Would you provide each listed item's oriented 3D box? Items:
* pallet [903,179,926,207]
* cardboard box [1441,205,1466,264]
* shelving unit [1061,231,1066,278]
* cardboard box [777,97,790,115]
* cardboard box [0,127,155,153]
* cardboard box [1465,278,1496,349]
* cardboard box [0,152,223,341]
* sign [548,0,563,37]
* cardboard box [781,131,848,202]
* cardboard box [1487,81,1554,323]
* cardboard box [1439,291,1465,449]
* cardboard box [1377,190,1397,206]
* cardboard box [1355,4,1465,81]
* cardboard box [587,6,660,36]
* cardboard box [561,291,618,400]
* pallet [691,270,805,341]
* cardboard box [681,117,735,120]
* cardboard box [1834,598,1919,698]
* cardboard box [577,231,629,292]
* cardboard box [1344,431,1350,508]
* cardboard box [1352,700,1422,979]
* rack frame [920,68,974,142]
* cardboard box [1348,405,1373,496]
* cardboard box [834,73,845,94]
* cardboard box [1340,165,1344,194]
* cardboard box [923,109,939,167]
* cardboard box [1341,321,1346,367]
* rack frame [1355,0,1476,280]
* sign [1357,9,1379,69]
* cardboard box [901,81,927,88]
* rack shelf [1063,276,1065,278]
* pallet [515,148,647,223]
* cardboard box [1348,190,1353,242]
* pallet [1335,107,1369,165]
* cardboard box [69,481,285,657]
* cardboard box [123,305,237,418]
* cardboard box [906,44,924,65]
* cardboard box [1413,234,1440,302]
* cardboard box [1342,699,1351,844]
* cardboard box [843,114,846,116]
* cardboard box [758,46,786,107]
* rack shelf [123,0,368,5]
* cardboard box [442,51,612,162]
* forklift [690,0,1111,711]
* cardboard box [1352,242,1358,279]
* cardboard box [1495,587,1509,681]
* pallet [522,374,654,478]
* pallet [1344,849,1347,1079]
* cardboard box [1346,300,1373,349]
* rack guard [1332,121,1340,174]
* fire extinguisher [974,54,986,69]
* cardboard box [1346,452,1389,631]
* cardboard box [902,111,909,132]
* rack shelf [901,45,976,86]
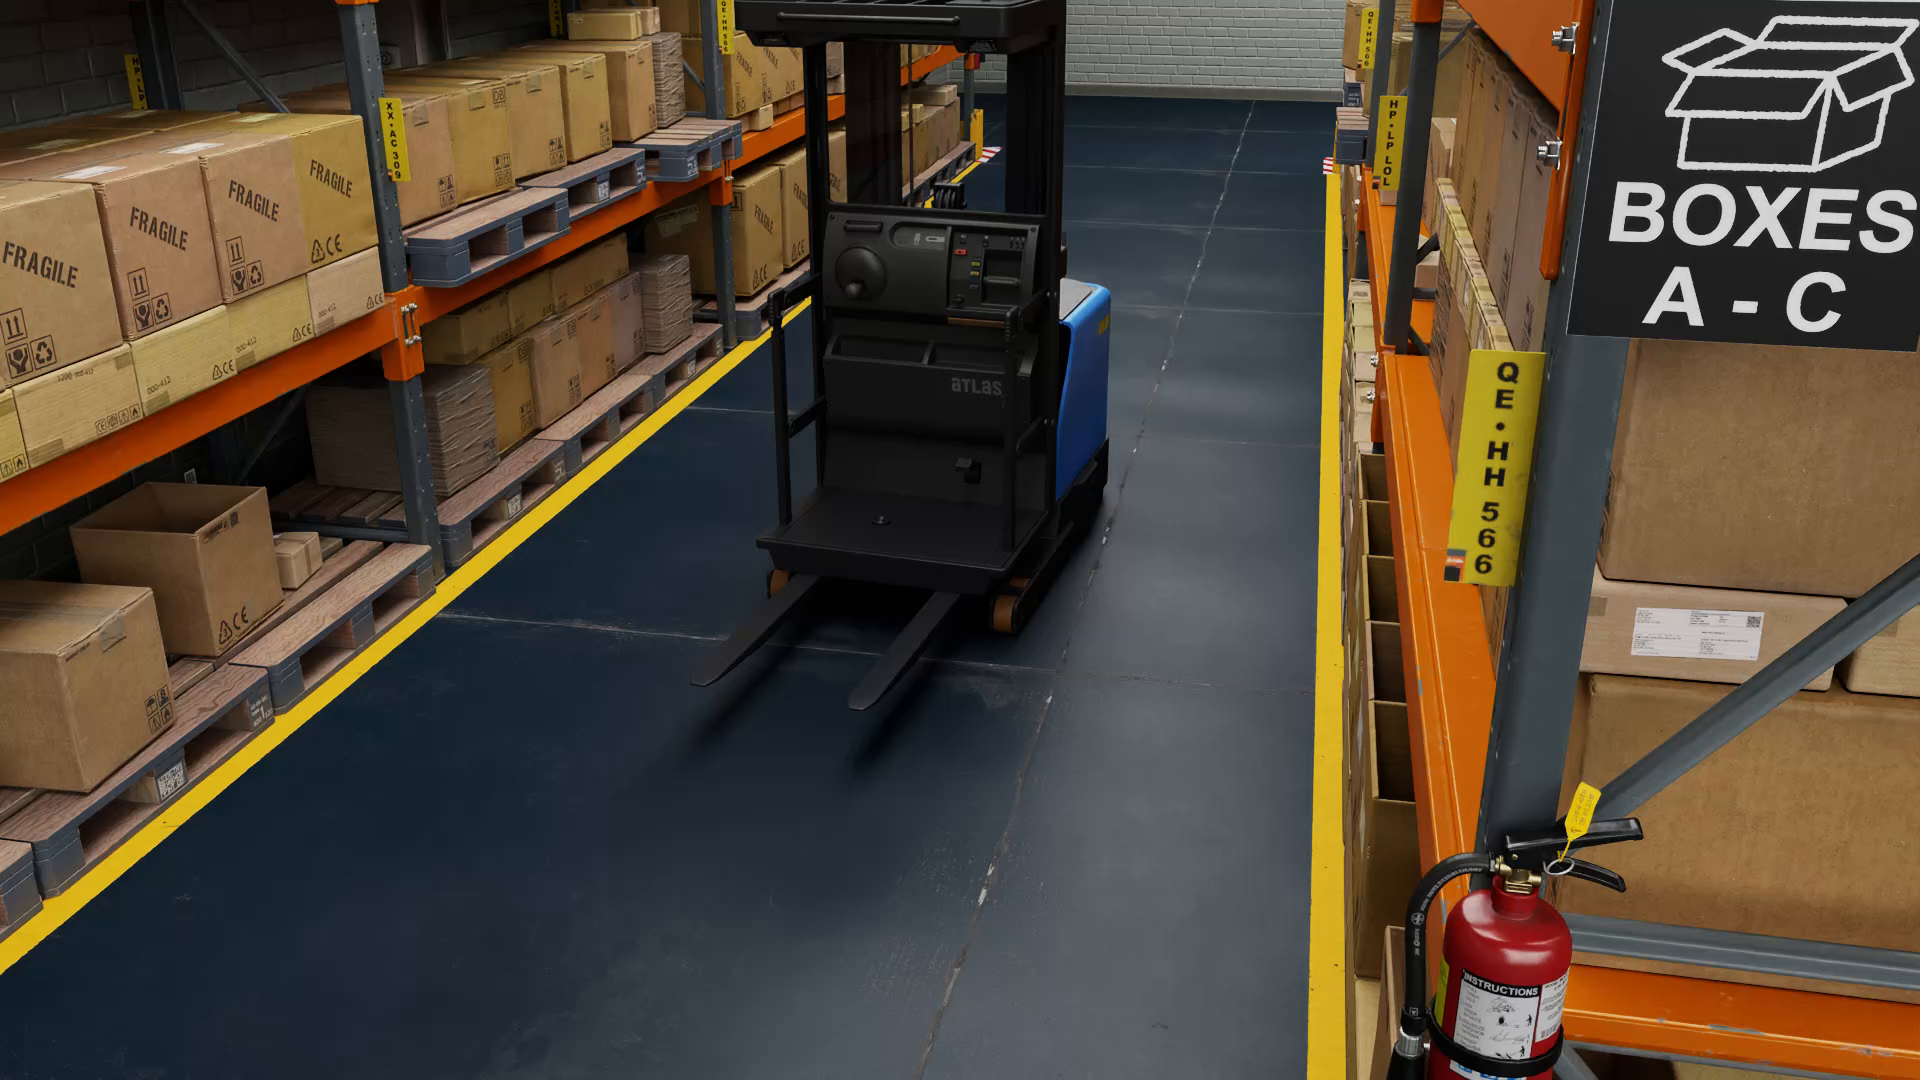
[{"bbox_3d":[-0.933,-3.142,15.371,1.003,0.211,1.213,4,22,11],"label":"pallet"},{"bbox_3d":[1.706,-0.938,5.166,0.380,0.149,0.250,4,22,10],"label":"cardboard box"},{"bbox_3d":[0.359,-0.967,8.648,0.258,1.200,0.503,7,23,17],"label":"shelving unit"},{"bbox_3d":[-1.452,-3.168,12.015,0.380,0.149,0.250,5,22,12],"label":"cardboard box"},{"bbox_3d":[-3.207,-1.180,5.938,0.500,0.500,0.500,4,22,11],"label":"cardboard box"},{"bbox_3d":[1.496,-0.558,4.221,0.380,0.149,0.250,4,22,10],"label":"cardboard box"},{"bbox_3d":[-2.801,-0.962,5.397,0.500,0.500,0.500,4,22,9],"label":"cardboard box"},{"bbox_3d":[-2.525,-3.278,10.428,0.100,0.325,0.005,4,22,11],"label":"sign"},{"bbox_3d":[-1.349,-2.788,13.075,0.750,0.750,0.750,5,23,13],"label":"cardboard box"},{"bbox_3d":[1.661,-0.796,3.944,0.700,0.500,0.500,4,22,11],"label":"cardboard box"},{"bbox_3d":[1.867,-0.551,5.073,0.700,0.500,0.500,4,22,10],"label":"cardboard box"},{"bbox_3d":[2.497,-1.970,8.849,0.500,0.311,0.500,4,22,10],"label":"cardboard box"},{"bbox_3d":[3.291,-3.615,12.119,0.700,0.500,0.500,8,23,19],"label":"cardboard box"},{"bbox_3d":[-2.022,-3.123,10.001,0.380,0.149,0.250,2,22,4],"label":"cardboard box"},{"bbox_3d":[-2.370,-1.114,9.361,0.700,0.500,0.500,4,22,11],"label":"cardboard box"},{"bbox_3d":[-1.747,-1.689,11.765,1.003,0.211,1.213,4,22,11],"label":"pallet"},{"bbox_3d":[-1.687,-2.696,10.841,0.380,0.149,0.250,4,22,10],"label":"cardboard box"},{"bbox_3d":[1.527,0.128,2.519,0.380,0.149,0.250,4,22,11],"label":"cardboard box"},{"bbox_3d":[-2.255,-1.621,9.618,0.500,0.250,0.500,5,22,12],"label":"cardboard box"},{"bbox_3d":[2.062,-0.326,7.766,0.500,0.250,0.500,5,22,12],"label":"cardboard box"},{"bbox_3d":[1.244,0.749,4.093,0.500,0.500,0.500,4,22,11],"label":"cardboard box"},{"bbox_3d":[-0.349,-5.626,17.807,1.000,3.000,0.127,4,22,11],"label":"rack frame"},{"bbox_3d":[1.955,-0.401,7.202,0.500,0.311,0.500,5,22,12],"label":"cardboard box"},{"bbox_3d":[-1.079,-3.624,13.146,0.380,0.149,0.250,4,22,11],"label":"cardboard box"},{"bbox_3d":[3.677,-3.248,14.913,0.500,0.311,0.500,4,22,11],"label":"cardboard box"},{"bbox_3d":[-0.598,-4.030,16.630,0.700,0.500,0.500,4,22,9],"label":"cardboard box"},{"bbox_3d":[2.475,-1.074,9.623,0.500,0.250,0.500,4,22,11],"label":"cardboard box"},{"bbox_3d":[2.869,-2.324,9.608,1.000,3.000,0.127,4,22,11],"label":"rack frame"},{"bbox_3d":[2.336,-2.862,9.501,0.100,0.325,0.005,4,22,11],"label":"sign"},{"bbox_3d":[-0.564,-4.759,17.571,0.380,0.149,0.250,5,22,11],"label":"cardboard box"},{"bbox_3d":[0.359,-1.331,8.501,0.258,0.148,0.480,7,23,17],"label":"rack shelf"},{"bbox_3d":[-2.345,-1.884,8.773,1.003,0.211,1.213,4,22,11],"label":"pallet"},{"bbox_3d":[3.250,-2.477,12.746,0.500,0.500,0.500,5,22,12],"label":"cardboard box"},{"bbox_3d":[2.939,-2.488,10.273,1.213,0.211,1.003,4,22,11],"label":"pallet"},{"bbox_3d":[-2.970,0.101,6.345,0.500,0.500,0.500,3,22,7],"label":"cardboard box"},{"bbox_3d":[-2.795,-0.614,5.536,0.500,0.250,0.500,4,22,11],"label":"cardboard box"},{"bbox_3d":[-0.884,-4.766,15.270,0.980,0.700,0.700,4,22,10],"label":"cardboard box"},{"bbox_3d":[2.052,-1.134,6.834,0.396,0.266,0.258,4,22,10],"label":"cardboard box"},{"bbox_3d":[1.447,0.731,5.141,0.500,0.250,0.500,4,22,11],"label":"cardboard box"},{"bbox_3d":[-0.977,-4.016,15.726,0.380,0.149,0.250,4,22,9],"label":"cardboard box"},{"bbox_3d":[-1.516,-3.243,11.331,0.500,0.500,0.500,5,23,13],"label":"cardboard box"},{"bbox_3d":[-3.206,-1.563,4.668,1.077,0.370,4.000,4,22,11],"label":"rack shelf"},{"bbox_3d":[-2.300,-2.320,8.877,0.700,0.500,0.500,4,22,11],"label":"cardboard box"},{"bbox_3d":[-0.191,-1.137,6.754,1.130,2.935,3.031,7,23,16],"label":"forklift"},{"bbox_3d":[2.830,-1.728,10.887,0.500,0.500,0.500,5,23,13],"label":"cardboard box"},{"bbox_3d":[1.447,0.193,3.224,0.700,0.500,0.500,5,22,12],"label":"cardboard box"},{"bbox_3d":[-2.393,-0.676,9.250,1.003,0.211,1.213,4,22,11],"label":"pallet"},{"bbox_3d":[1.603,1.168,4.671,1.003,0.211,1.213,4,22,11],"label":"pallet"},{"bbox_3d":[2.376,-1.141,9.040,0.500,0.311,0.500,4,22,10],"label":"cardboard box"},{"bbox_3d":[4.486,-4.062,17.271,1.175,0.500,0.348,4,22,11],"label":"rack guard"},{"bbox_3d":[0.134,-5.437,17.941,0.296,0.674,0.183,4,22,11],"label":"fire extinguisher"},{"bbox_3d":[1.652,0.018,5.909,0.500,0.500,0.500,4,22,11],"label":"cardboard box"},{"bbox_3d":[-0.664,-3.876,15.378,0.380,0.149,0.250,5,23,13],"label":"cardboard box"},{"bbox_3d":[-0.757,-4.561,16.125,1.077,0.370,4.000,4,22,11],"label":"rack shelf"}]
